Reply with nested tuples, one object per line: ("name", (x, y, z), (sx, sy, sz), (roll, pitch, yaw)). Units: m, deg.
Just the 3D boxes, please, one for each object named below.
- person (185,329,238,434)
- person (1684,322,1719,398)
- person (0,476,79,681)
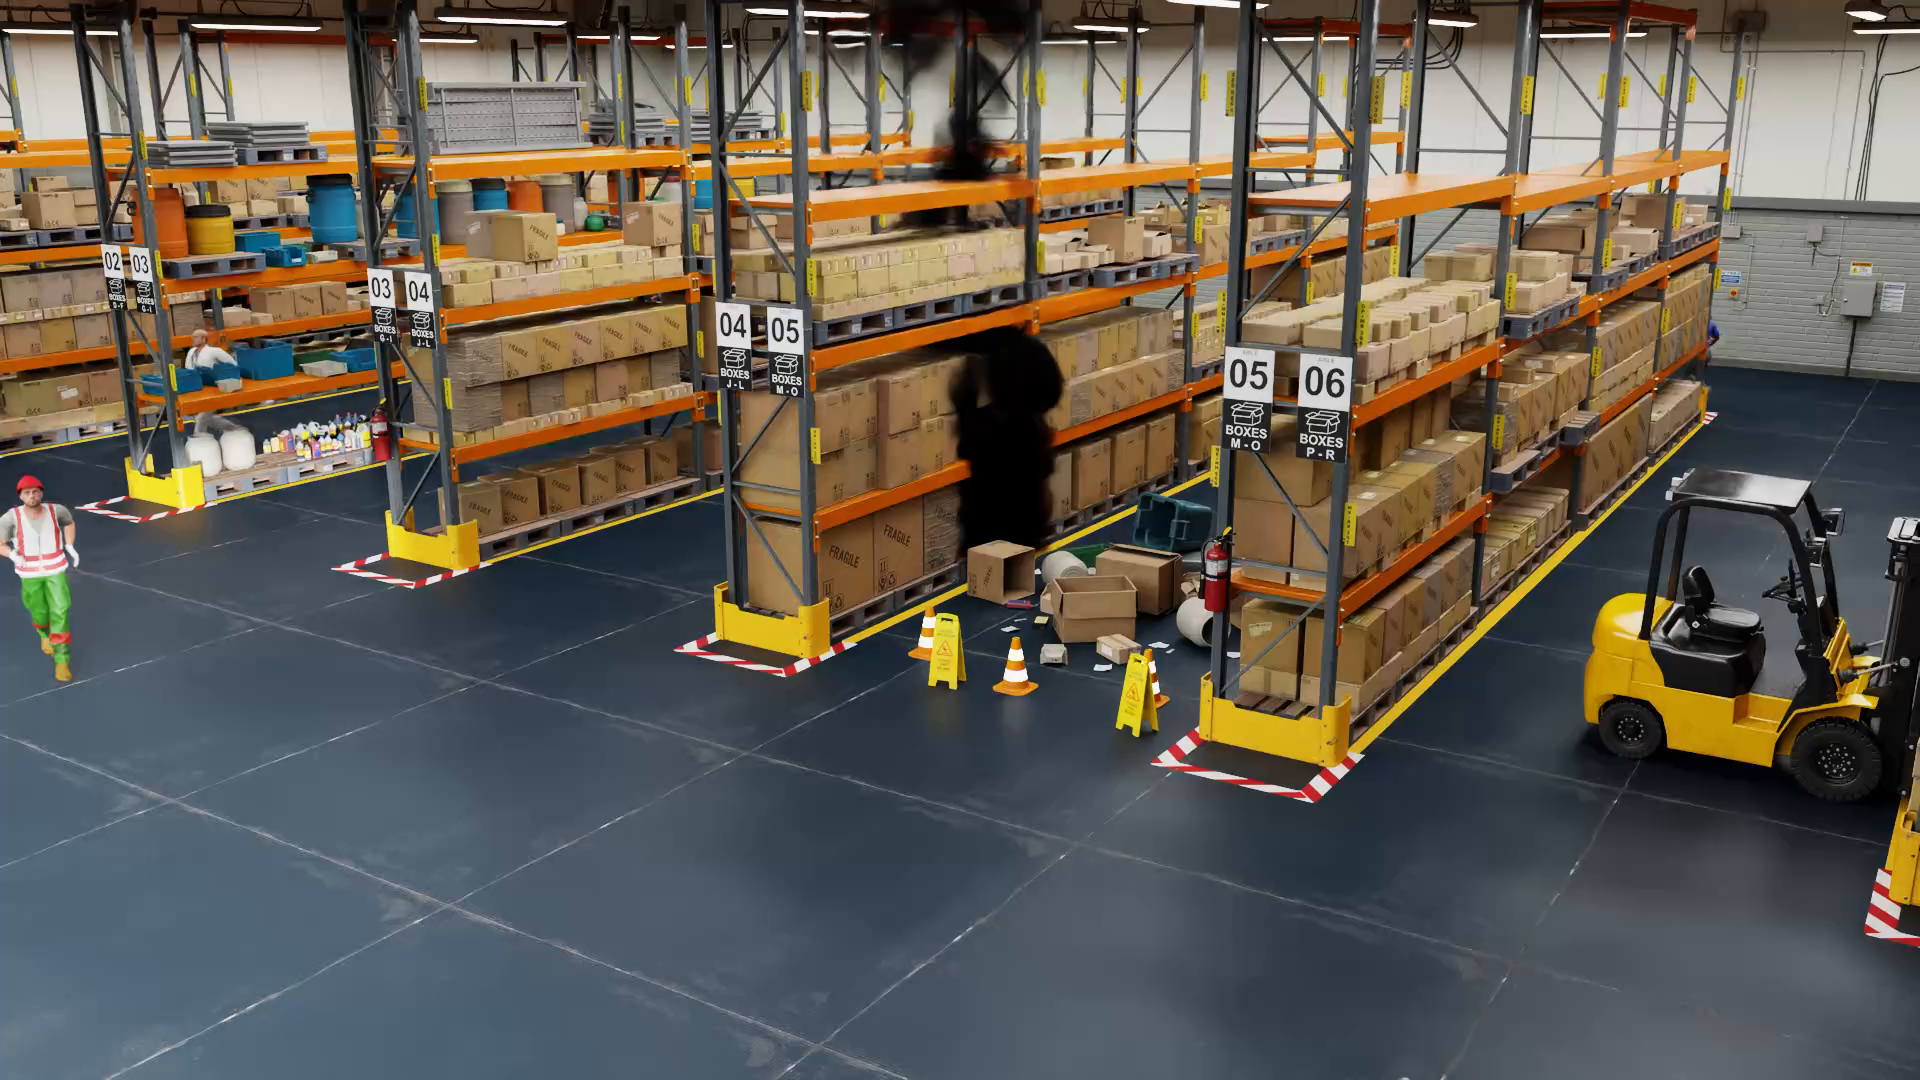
("person", (-10.566, -2.061, 23.284), (0.724, 1.764, 1.109), (7, 17, 25))
("person", (11.973, -2.961, 26.944), (0.639, 1.599, 0.518), (-6, 17, -20))
("person", (-8.155, 0.295, 14.760), (0.648, 1.778, 1.008), (-9, 18, -29))
